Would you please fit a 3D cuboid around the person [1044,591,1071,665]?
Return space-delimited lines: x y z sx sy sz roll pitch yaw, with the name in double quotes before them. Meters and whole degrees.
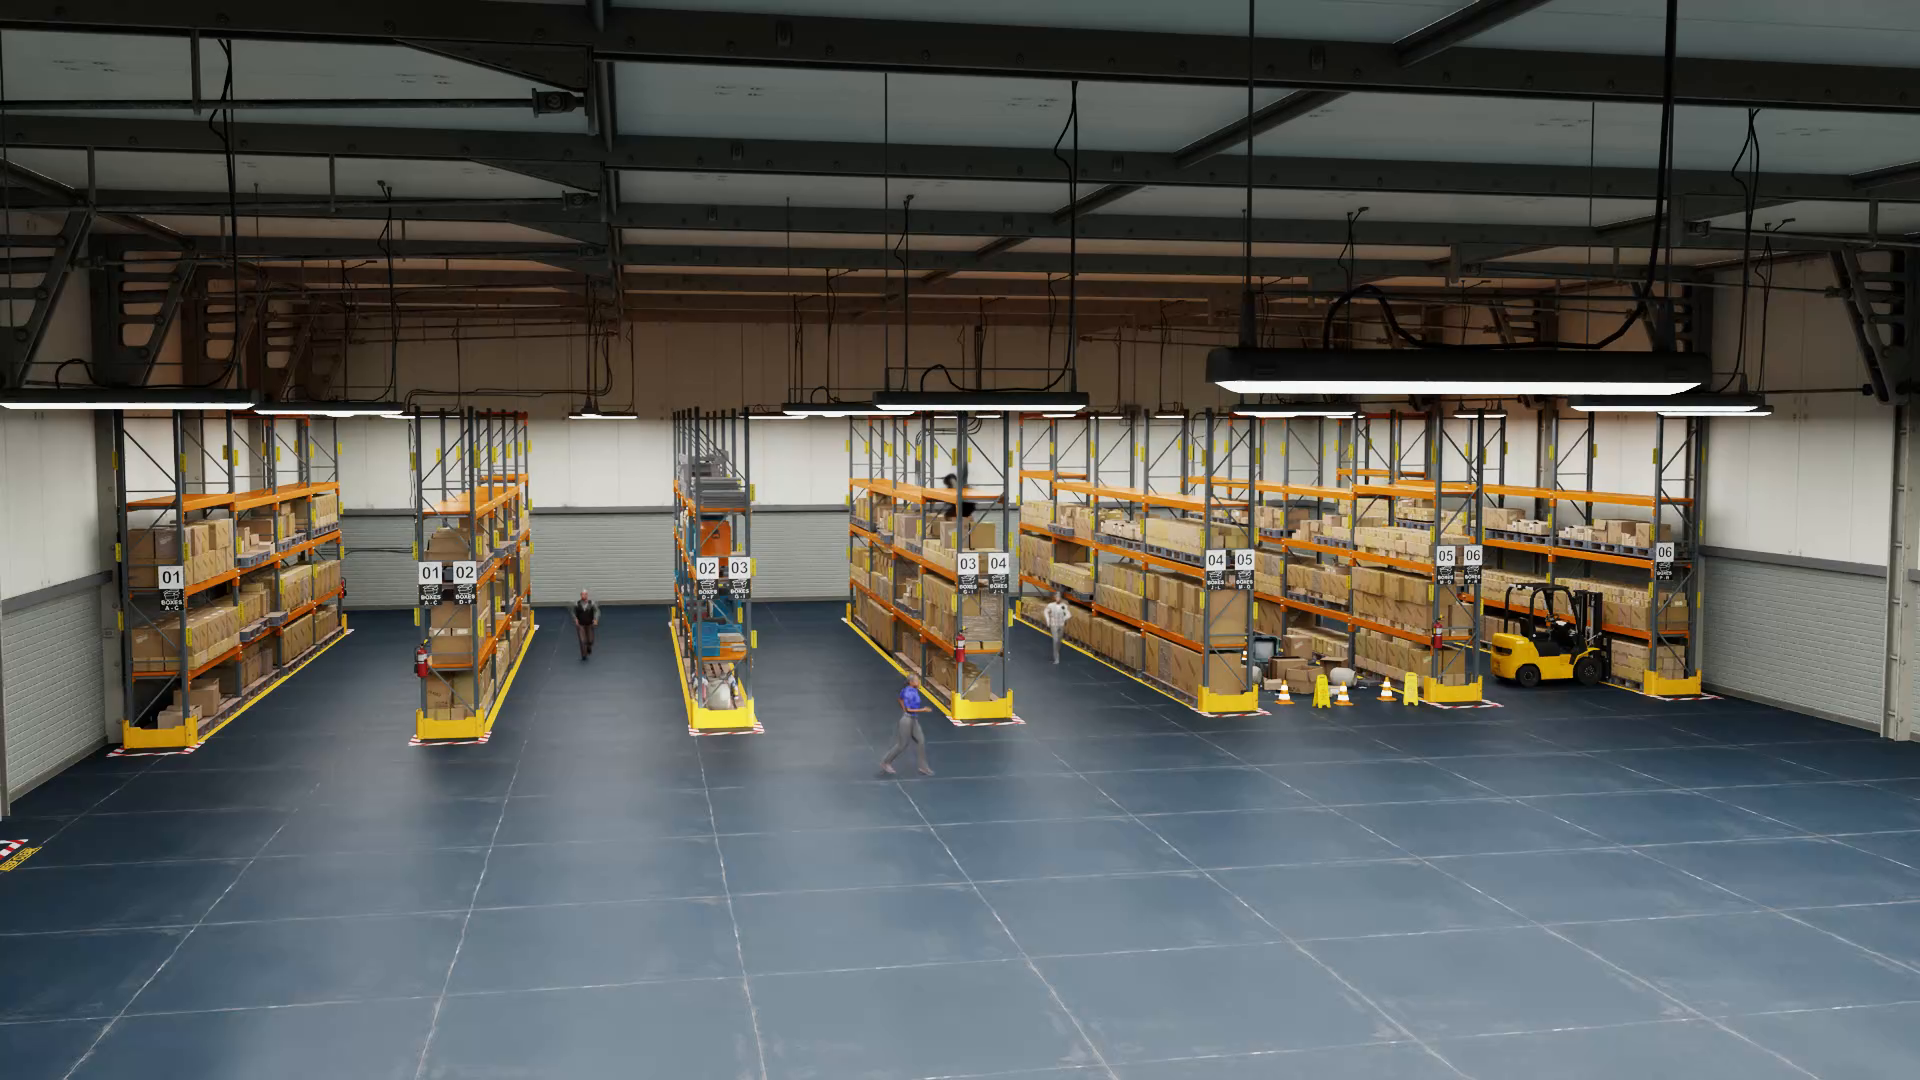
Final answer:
"person" 2.331 2.070 39.494 0.605 1.729 0.792 -1 4 -10

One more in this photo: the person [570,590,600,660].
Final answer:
"person" -9.024 2.041 40.025 0.705 1.676 0.614 -1 4 -16

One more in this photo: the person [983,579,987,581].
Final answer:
"person" 0.415 1.486 48.222 0.708 1.679 0.687 2 5 28

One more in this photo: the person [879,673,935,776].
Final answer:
"person" -0.851 2.980 26.835 0.899 1.675 0.539 1 4 11
